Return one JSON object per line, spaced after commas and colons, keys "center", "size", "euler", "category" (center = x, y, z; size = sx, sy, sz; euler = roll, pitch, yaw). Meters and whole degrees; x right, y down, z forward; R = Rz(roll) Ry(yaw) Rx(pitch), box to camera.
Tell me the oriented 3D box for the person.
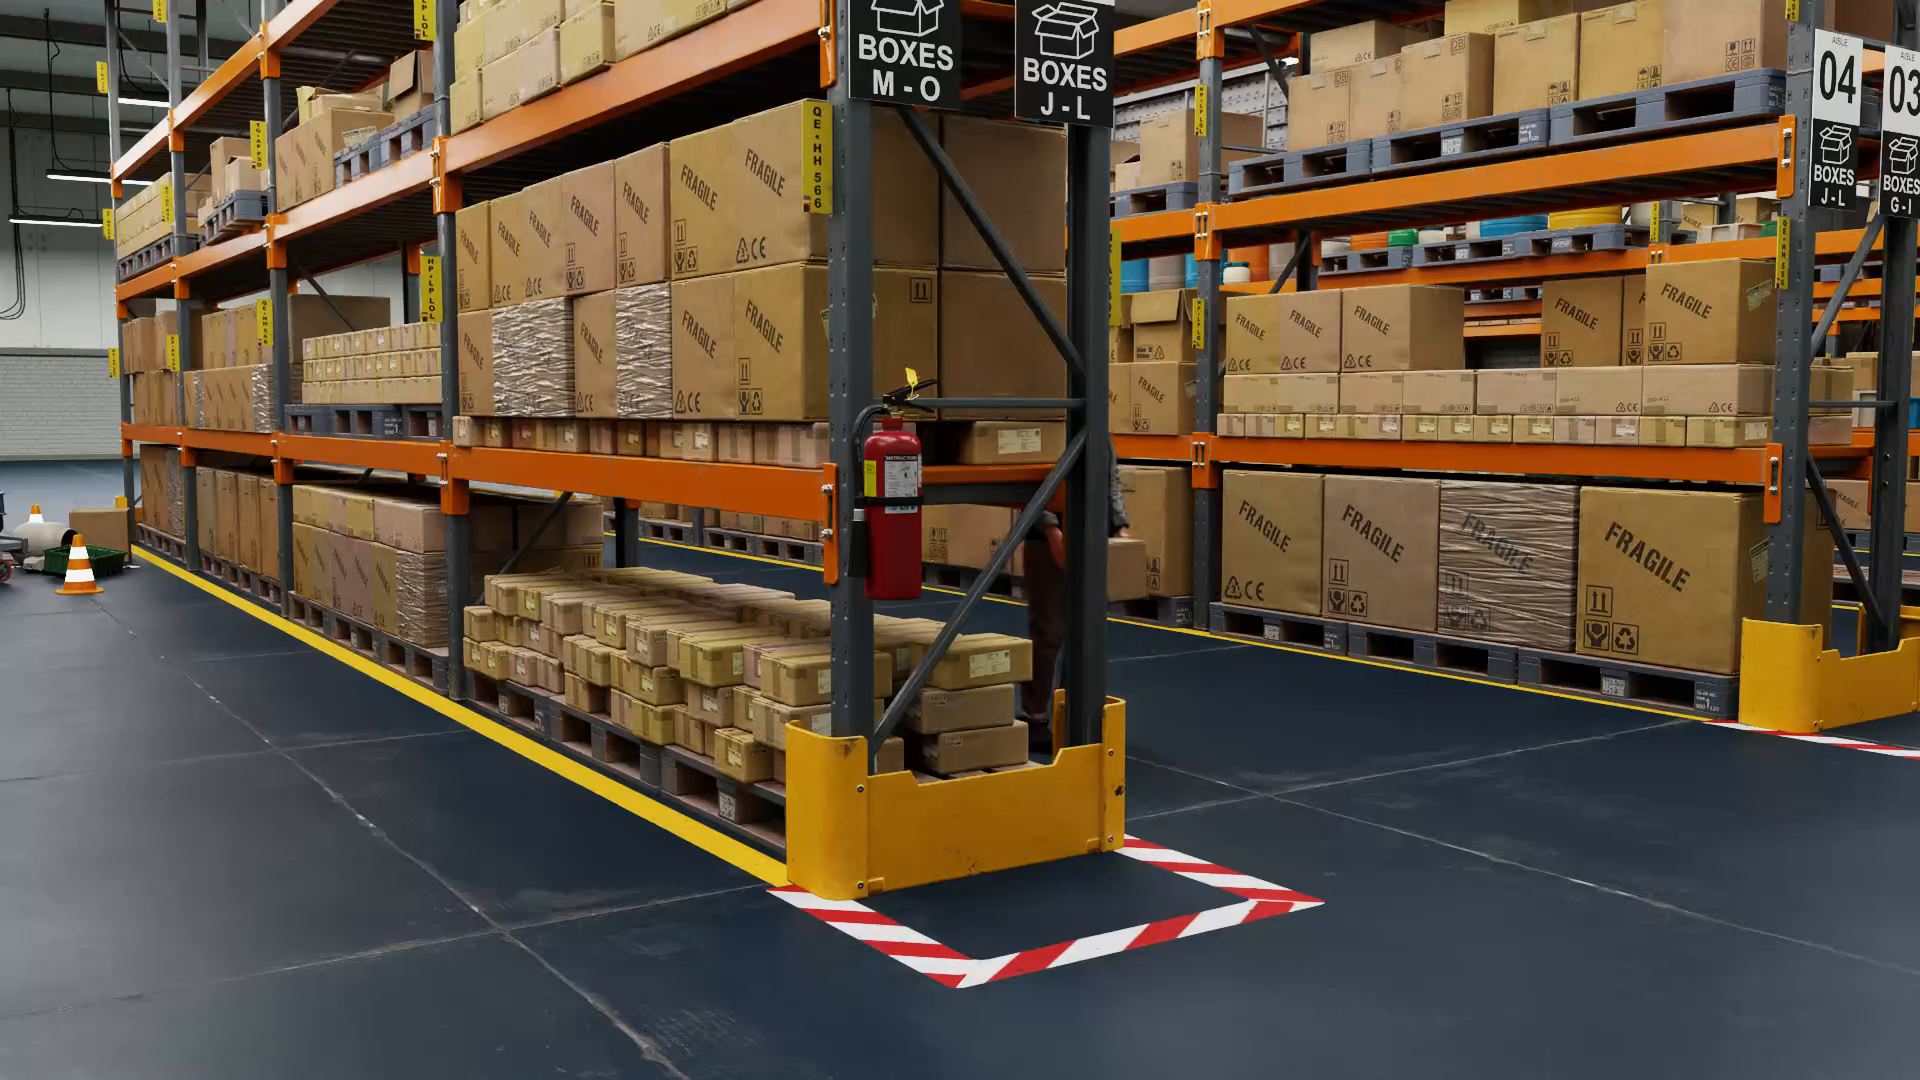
{"center": [0.506, 0.043, 7.410], "size": [0.574, 1.726, 0.439], "euler": [-3, 6, -34], "category": "person"}
